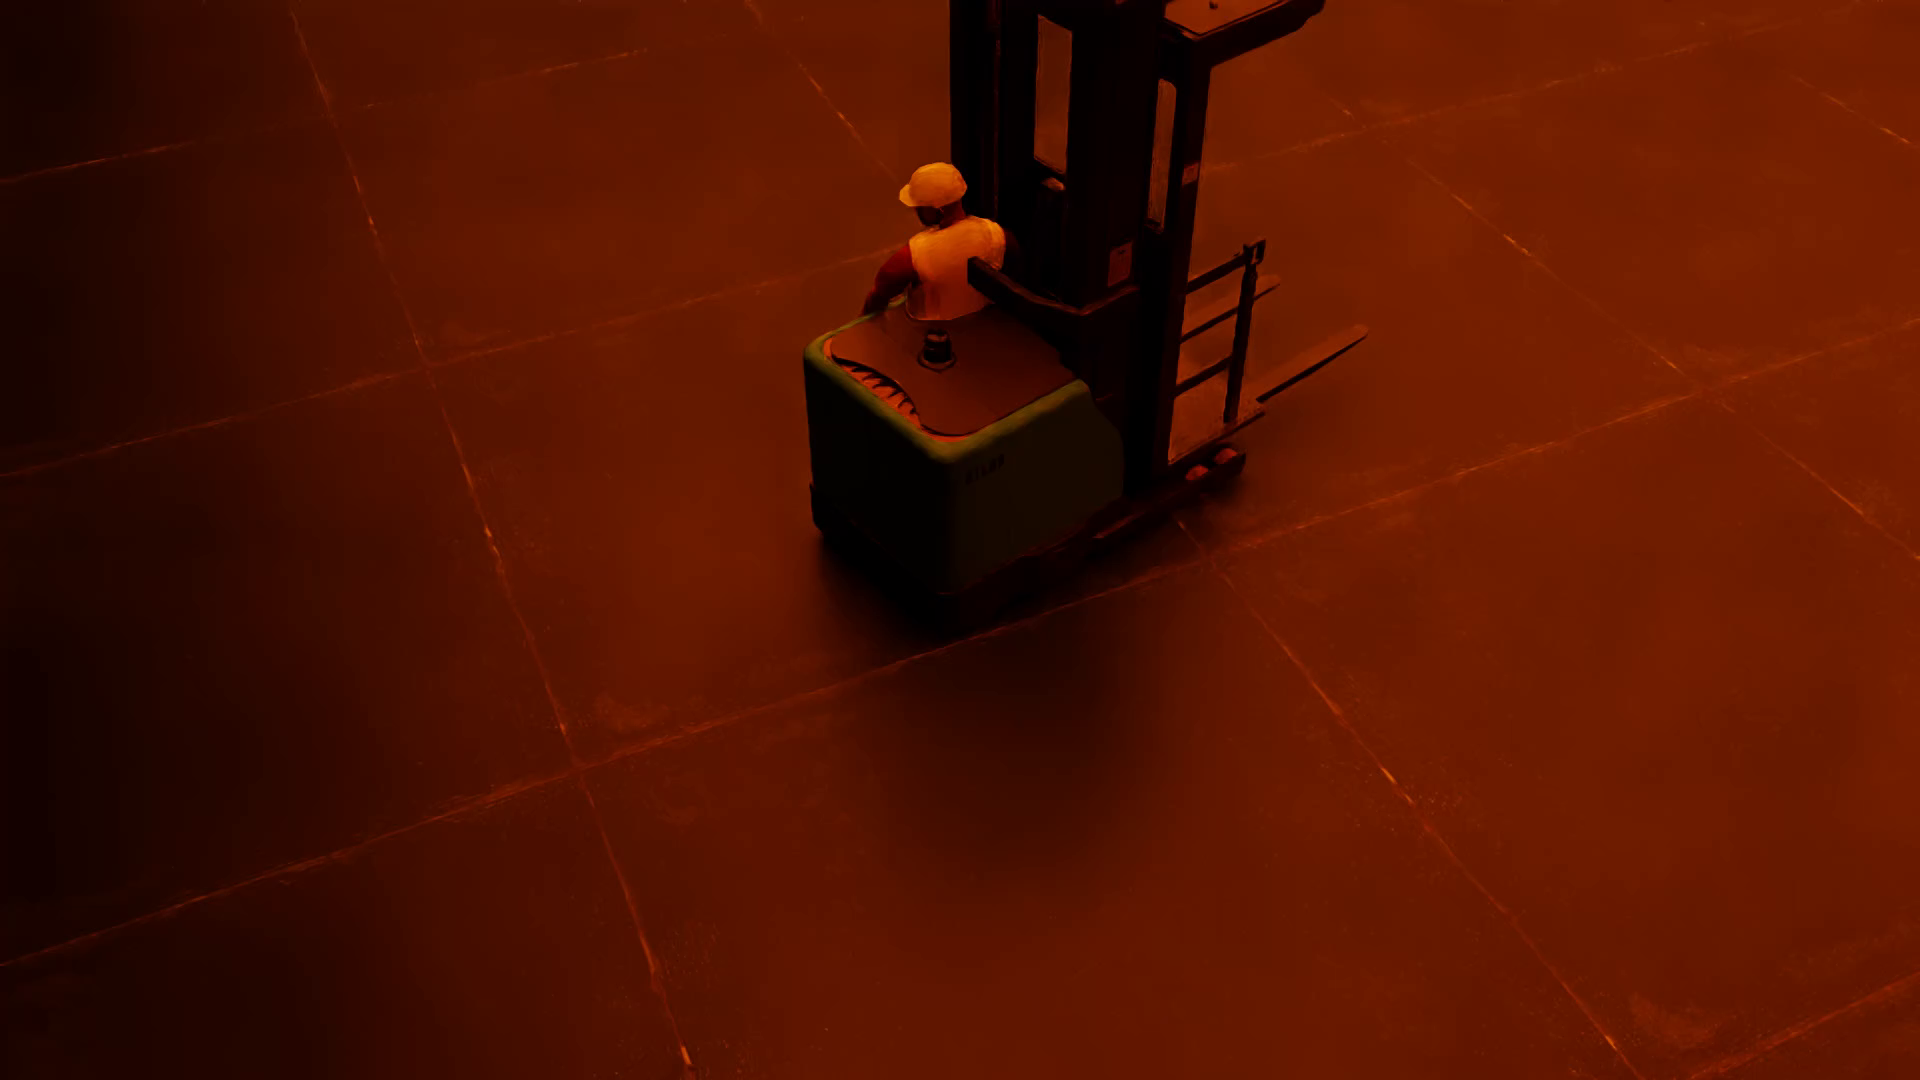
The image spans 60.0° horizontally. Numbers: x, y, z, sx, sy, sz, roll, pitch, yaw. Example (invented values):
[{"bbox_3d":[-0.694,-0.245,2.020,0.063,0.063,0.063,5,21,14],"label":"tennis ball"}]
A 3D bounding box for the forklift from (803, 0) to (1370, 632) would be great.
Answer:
[{"bbox_3d":[0.763,-1.520,7.309,3.031,2.935,1.130,-30,51,-28],"label":"forklift"}]

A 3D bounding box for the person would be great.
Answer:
[{"bbox_3d":[-0.067,-1.003,7.560,0.737,1.726,0.880,-23,48,-22],"label":"person"}]
